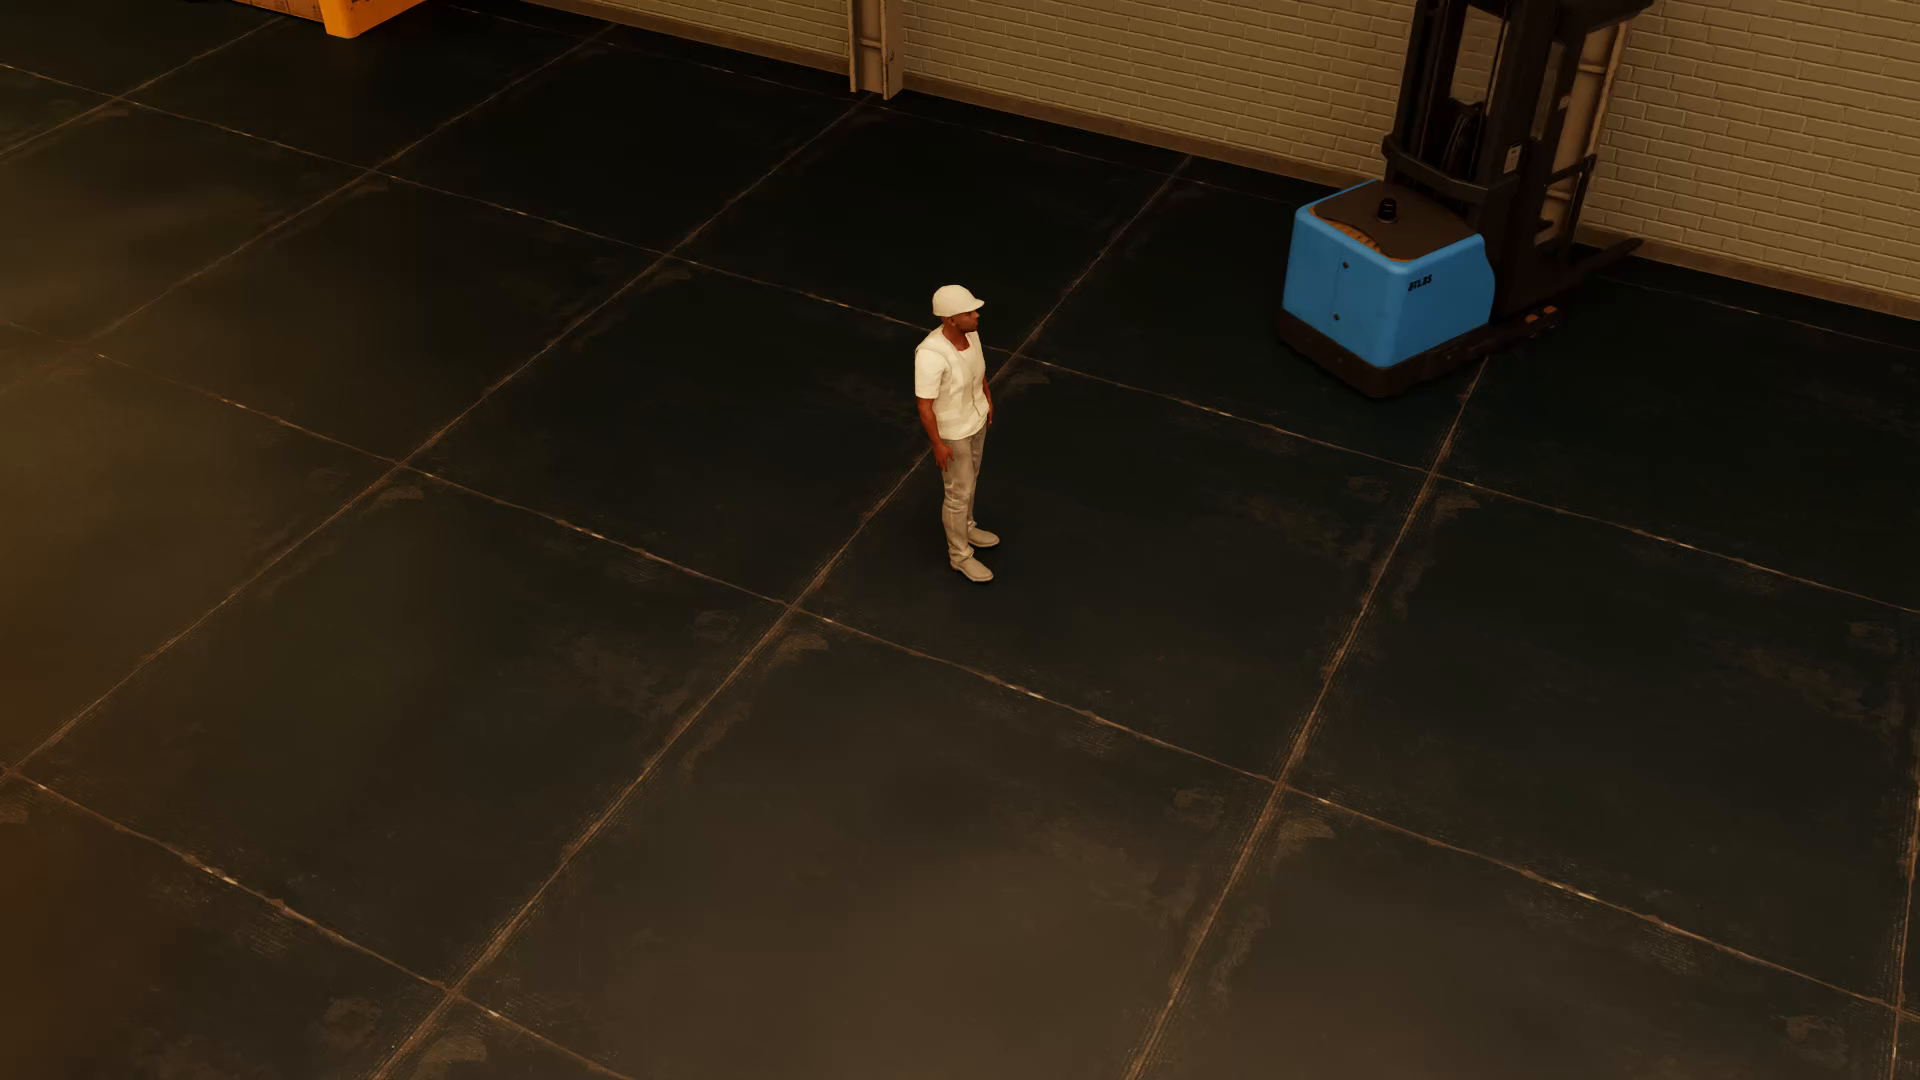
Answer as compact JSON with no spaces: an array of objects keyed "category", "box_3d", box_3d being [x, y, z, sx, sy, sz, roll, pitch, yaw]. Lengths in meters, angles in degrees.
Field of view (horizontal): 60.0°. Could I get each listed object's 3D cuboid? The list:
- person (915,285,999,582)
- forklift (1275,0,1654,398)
[{"category":"person","box_3d":[0.060,-0.655,9.662,0.575,1.761,0.666,18,43,21]},{"category":"forklift","box_3d":[3.758,-2.836,11.354,3.031,2.935,1.130,-24,46,-26]}]
